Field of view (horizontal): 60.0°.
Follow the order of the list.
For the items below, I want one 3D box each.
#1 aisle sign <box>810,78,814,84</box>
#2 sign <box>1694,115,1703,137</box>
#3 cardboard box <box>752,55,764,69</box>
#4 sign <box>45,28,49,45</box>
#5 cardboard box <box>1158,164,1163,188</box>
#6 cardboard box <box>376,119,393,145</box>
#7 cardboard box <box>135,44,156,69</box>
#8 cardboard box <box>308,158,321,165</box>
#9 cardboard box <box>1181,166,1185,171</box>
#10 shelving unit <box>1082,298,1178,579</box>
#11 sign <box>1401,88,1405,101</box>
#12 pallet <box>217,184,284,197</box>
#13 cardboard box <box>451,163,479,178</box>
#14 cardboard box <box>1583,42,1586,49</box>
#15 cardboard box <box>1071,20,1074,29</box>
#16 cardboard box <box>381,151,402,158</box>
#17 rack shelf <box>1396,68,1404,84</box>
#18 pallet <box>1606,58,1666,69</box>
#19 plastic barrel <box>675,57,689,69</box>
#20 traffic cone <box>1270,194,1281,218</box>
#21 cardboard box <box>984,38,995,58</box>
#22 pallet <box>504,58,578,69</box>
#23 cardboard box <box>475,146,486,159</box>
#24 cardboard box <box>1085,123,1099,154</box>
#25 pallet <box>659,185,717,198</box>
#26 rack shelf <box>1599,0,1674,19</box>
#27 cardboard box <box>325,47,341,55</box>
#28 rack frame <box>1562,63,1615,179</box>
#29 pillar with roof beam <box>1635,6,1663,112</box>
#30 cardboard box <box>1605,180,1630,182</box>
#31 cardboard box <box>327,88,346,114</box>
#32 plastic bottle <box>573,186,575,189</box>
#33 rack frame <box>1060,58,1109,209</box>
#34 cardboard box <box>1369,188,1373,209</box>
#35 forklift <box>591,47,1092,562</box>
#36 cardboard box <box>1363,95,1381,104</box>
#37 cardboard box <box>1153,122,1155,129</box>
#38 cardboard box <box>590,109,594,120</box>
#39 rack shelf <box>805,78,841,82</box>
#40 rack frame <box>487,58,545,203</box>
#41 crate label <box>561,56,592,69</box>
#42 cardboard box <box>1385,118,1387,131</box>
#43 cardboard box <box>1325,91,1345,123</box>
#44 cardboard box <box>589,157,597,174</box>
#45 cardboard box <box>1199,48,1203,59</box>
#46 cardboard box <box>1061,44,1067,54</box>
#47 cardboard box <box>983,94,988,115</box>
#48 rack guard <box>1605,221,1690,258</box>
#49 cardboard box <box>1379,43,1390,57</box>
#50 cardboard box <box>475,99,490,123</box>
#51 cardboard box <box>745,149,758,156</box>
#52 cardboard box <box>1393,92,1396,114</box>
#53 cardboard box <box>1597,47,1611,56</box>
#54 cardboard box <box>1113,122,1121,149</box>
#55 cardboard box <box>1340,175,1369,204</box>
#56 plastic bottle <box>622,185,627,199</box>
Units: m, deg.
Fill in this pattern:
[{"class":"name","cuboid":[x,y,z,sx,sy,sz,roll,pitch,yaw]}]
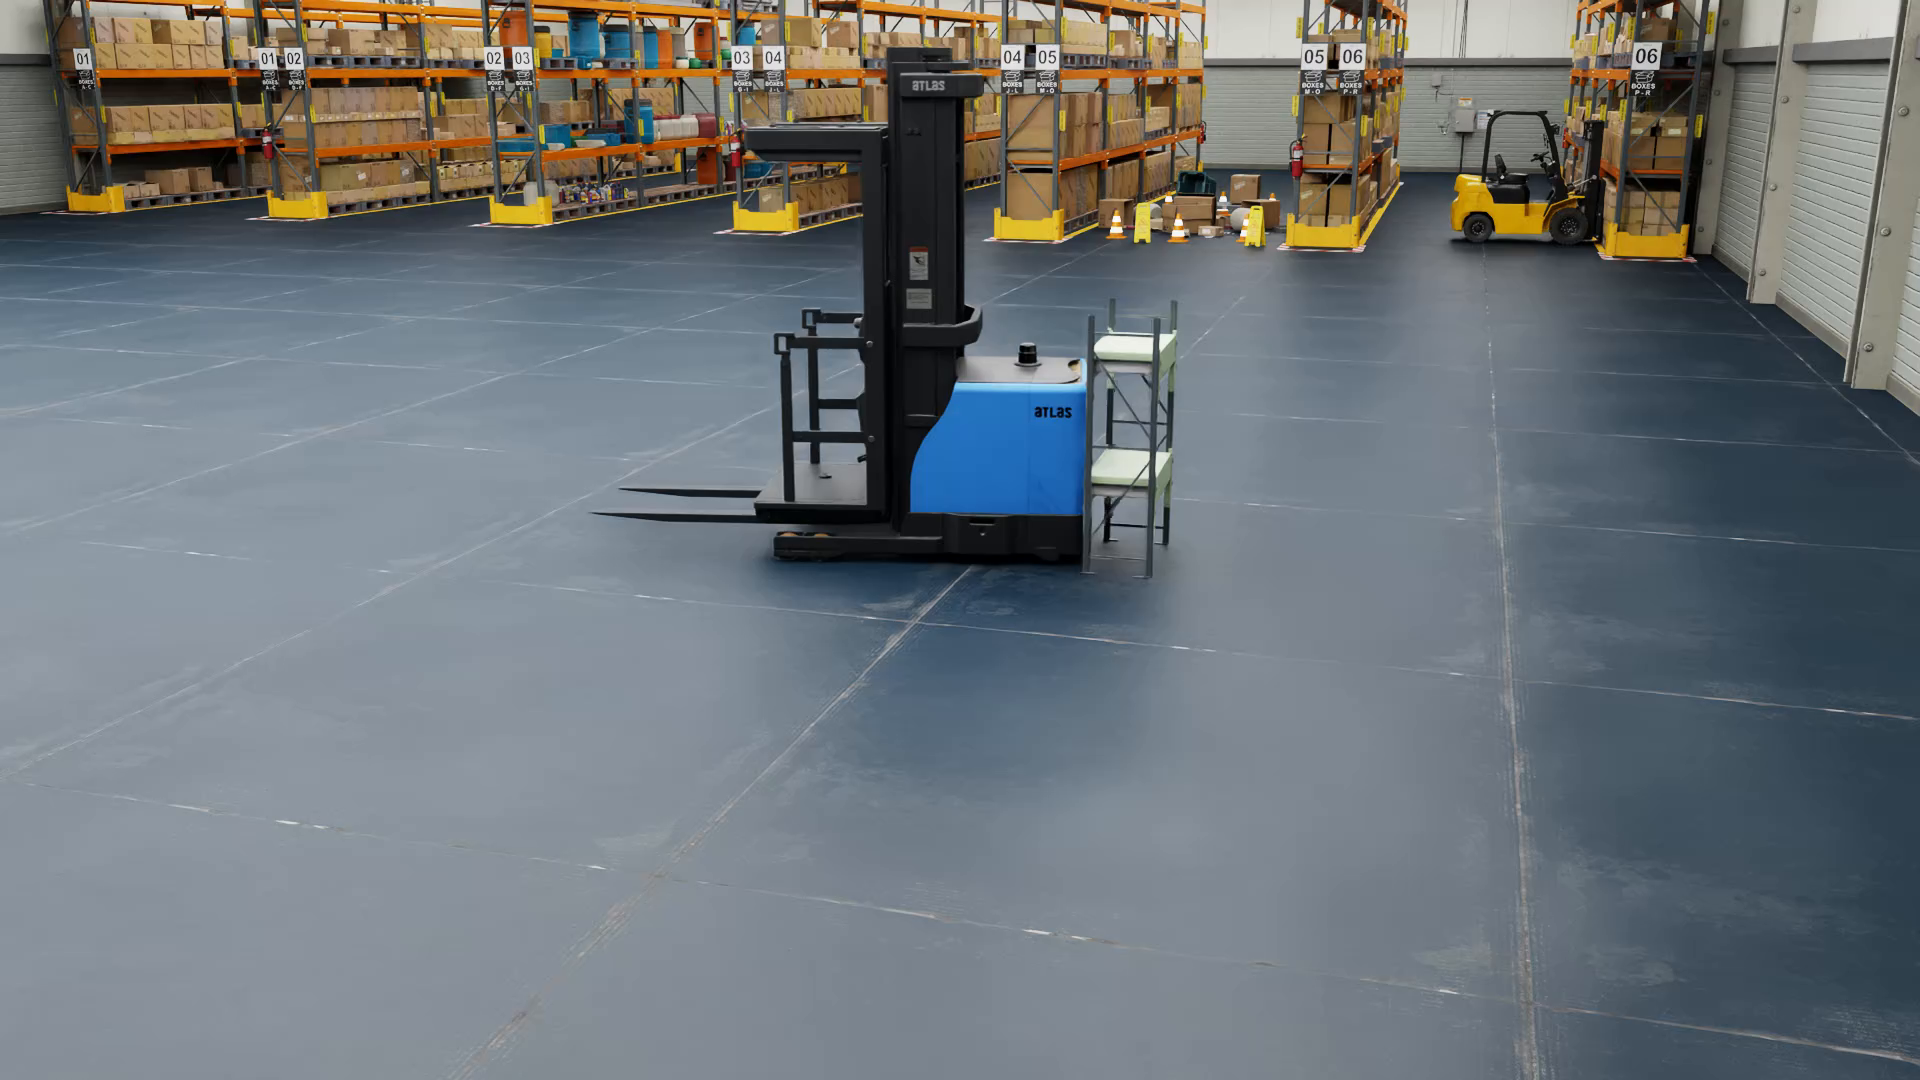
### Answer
[{"class":"aisle sign","cuboid":[-4.003,-12.915,45.602,0.394,0.787,0.004,5,16,16]},{"class":"sign","cuboid":[11.255,-6.310,25.348,0.100,0.325,0.005,5,16,16]},{"class":"cardboard box","cuboid":[-3.643,-8.569,29.823,0.500,0.250,0.500,5,17,17]},{"class":"sign","cuboid":[-18.311,-10.122,33.400,0.100,0.325,0.005,5,16,16]},{"class":"cardboard box","cuboid":[4.335,-8.299,37.904,0.500,0.500,0.500,4,16,15]},{"class":"cardboard box","cuboid":[-12.307,-8.530,34.724,0.700,0.500,0.500,5,17,17]},{"class":"cardboard box","cuboid":[-17.119,-10.048,34.540,0.500,0.500,0.500,5,17,18]},{"class":"cardboard box","cuboid":[-15.923,-8.989,40.298,0.700,0.500,0.500,5,16,16]},{"class":"cardboard box","cuboid":[5.343,-9.166,41.058,0.380,0.149,0.250,4,16,15]},{"class":"shelving unit","cuboid":[0.998,-0.610,9.732,0.431,1.500,0.755,4,16,14]},{"class":"sign","cuboid":[11.028,-11.095,41.395,0.100,0.325,0.005,5,16,16]},{"class":"pallet","cuboid":[-16.428,-8.114,38.549,1.003,0.211,1.213,5,16,16]},{"class":"cardboard box","cuboid":[-11.247,-8.372,37.591,0.500,0.311,0.500,4,16,14]},{"class":"cardboard box","cuboid":[13.461,-10.503,35.328,0.380,0.149,0.250,4,16,15]},{"class":"cardboard box","cuboid":[1.734,-8.793,28.381,0.380,0.149,0.250,4,16,15]},{"class":"cardboard box","cuboid":[-14.921,-9.877,42.824,0.750,0.750,0.750,5,16,16]},{"class":"rack shelf","cuboid":[9.943,-11.044,39.590,1.077,0.370,4.000,5,16,16]},{"class":"pallet","cuboid":[12.576,-8.868,30.947,1.003,0.211,1.213,5,17,18]},{"class":"plastic barrel","cuboid":[-6.150,-10.555,36.803,0.301,0.262,0.301,0,16,0]},{"class":"traffic cone","cuboid":[6.111,-6.543,32.550,0.336,0.463,0.334,5,16,16]},{"class":"cardboard box","cuboid":[0.480,-12.409,41.948,0.700,0.500,0.500,5,17,18]},{"class":"pallet","cuboid":[-7.957,-8.998,31.404,1.003,0.211,1.213,5,16,16]},{"class":"cardboard box","cuboid":[-13.769,-10.797,46.709,0.700,0.500,0.500,5,17,17]},{"class":"cardboard box","cuboid":[2.099,-7.517,31.060,0.875,0.550,0.550,5,16,16]},{"class":"pallet","cuboid":[-6.269,-7.989,38.107,1.003,0.211,1.213,5,16,16]},{"class":"rack shelf","cuboid":[12.430,-9.818,30.503,1.077,0.370,4.000,5,16,16]},{"class":"cardboard box","cuboid":[-12.530,-9.708,32.995,0.380,0.149,0.250,5,16,16]},{"class":"rack frame","cuboid":[15.272,-10.086,40.392,1.000,3.000,0.127,5,16,16]},{"class":"pillar with roof beam","cuboid":[11.069,-12.372,37.457,9.100,9.000,0.400,5,16,16]},{"class":"cardboard box","cuboid":[11.268,-6.072,28.676,0.500,0.250,0.500,5,16,16]},{"class":"cardboard box","cuboid":[-12.729,-8.767,33.181,0.700,0.500,0.500,4,16,14]},{"class":"plastic bottle","cuboid":[-7.917,-7.120,34.105,0.061,0.283,0.133,5,17,18]},{"class":"rack frame","cuboid":[2.327,-7.688,31.937,1.000,3.000,0.127,5,16,16]},{"class":"cardboard box","cuboid":[7.449,-6.594,32.127,0.950,0.372,0.625,6,17,19]},{"class":"forklift","cuboid":[-0.707,-1.424,9.978,3.031,2.935,1.130,1,16,4]},{"class":"cardboard box","cuboid":[8.044,-8.633,32.581,0.380,0.149,0.250,4,16,13]},{"class":"cardboard box","cuboid":[4.159,-9.264,37.185,0.380,0.149,0.250,5,17,17]},{"class":"cardboard box","cuboid":[-9.727,-11.160,43.995,0.500,0.500,0.500,5,17,17]},{"class":"rack shelf","cuboid":[-4.307,-12.196,43.654,1.077,0.370,4.000,5,16,16]},{"class":"rack frame","cuboid":[-8.286,-7.437,31.051,1.000,3.000,0.127,5,16,16]},{"class":"crate label","cuboid":[-7.437,-9.272,32.299,0.502,0.251,0.408,5,16,16]},{"class":"cardboard box","cuboid":[8.767,-8.794,35.195,0.500,0.250,0.500,5,17,17]},{"class":"cardboard box","cuboid":[6.051,-7.239,27.793,0.700,0.500,0.500,5,17,16]},{"class":"cardboard box","cuboid":[-9.637,-9.690,42.772,0.500,0.500,0.500,5,16,16]},{"class":"cardboard box","cuboid":[5.850,-12.299,42.055,0.500,0.250,0.500,4,16,14]},{"class":"cardboard box","cuboid":[1.595,-8.279,28.031,0.380,0.149,0.250,5,17,16]},{"class":"cardboard box","cuboid":[0.402,-10.858,41.467,0.500,0.500,0.500,5,16,16]},{"class":"rack guard","cuboid":[10.718,-4.691,25.953,1.175,0.500,0.348,5,16,16]},{"class":"cardboard box","cuboid":[7.652,-9.025,30.661,0.500,0.250,0.500,4,16,14]},{"class":"cardboard box","cuboid":[-13.794,-12.011,46.629,0.980,0.700,0.700,4,16,13]},{"class":"cardboard box","cuboid":[-3.654,-7.022,30.051,0.380,0.149,0.250,5,16,16]},{"class":"cardboard box","cuboid":[9.742,-10.059,38.279,0.500,0.500,0.500,5,17,16]},{"class":"cardboard box","cuboid":[12.608,-9.506,32.326,0.380,0.166,0.250,5,16,16]},{"class":"cardboard box","cuboid":[2.877,-7.985,32.801,0.500,0.500,0.500,5,17,16]},{"class":"cardboard box","cuboid":[7.048,-6.262,29.804,0.500,0.500,0.500,5,17,17]},{"class":"plastic bottle","cuboid":[-6.969,-7.237,34.518,0.061,0.283,0.133,5,17,19]}]
